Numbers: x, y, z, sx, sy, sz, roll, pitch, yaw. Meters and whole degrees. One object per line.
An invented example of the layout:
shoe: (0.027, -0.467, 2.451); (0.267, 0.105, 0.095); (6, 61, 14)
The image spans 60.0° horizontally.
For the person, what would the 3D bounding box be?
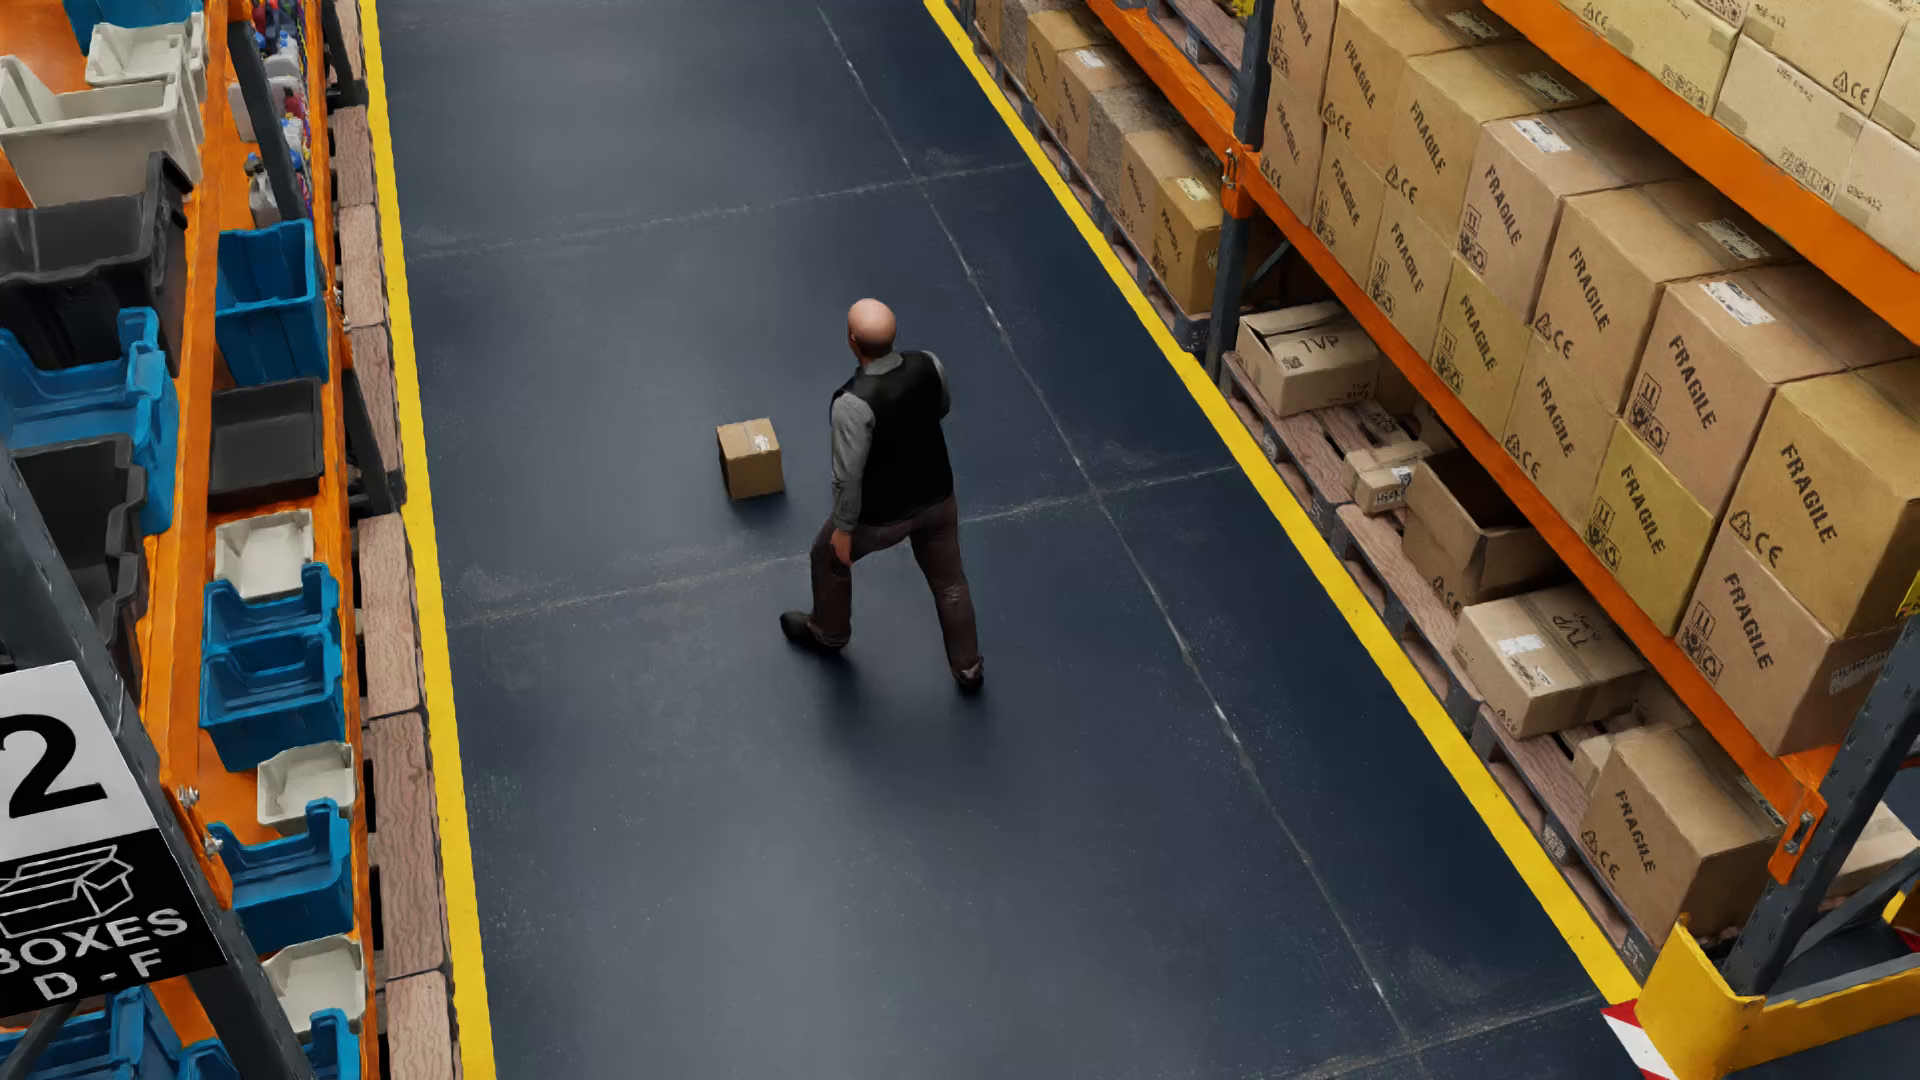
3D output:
person: (-0.274, -0.158, 6.374); (0.678, 1.669, 0.795); (-25, 48, -25)
